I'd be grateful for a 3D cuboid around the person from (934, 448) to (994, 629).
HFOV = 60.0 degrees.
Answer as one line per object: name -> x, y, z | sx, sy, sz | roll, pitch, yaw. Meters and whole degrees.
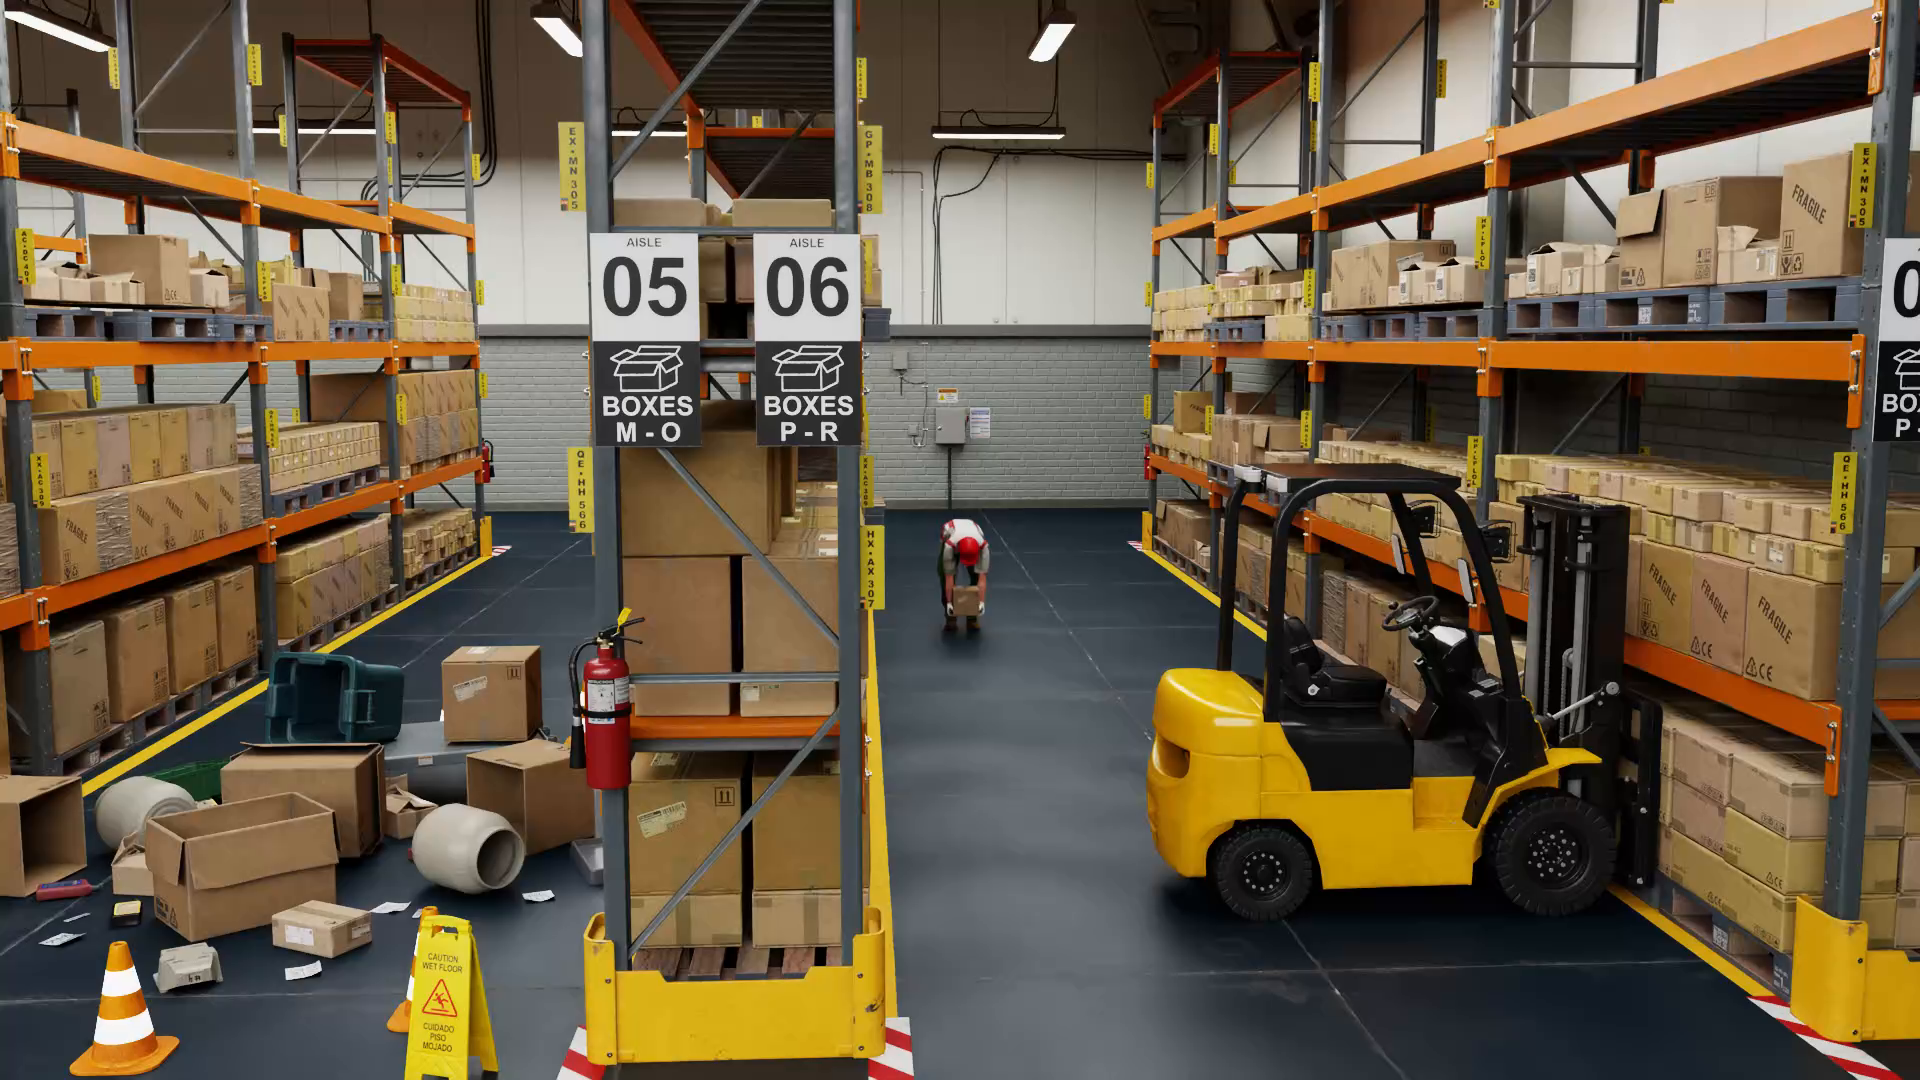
person -> 0.039, -0.016, 16.320 | 0.603, 1.777, 0.453 | -1, 7, -5
